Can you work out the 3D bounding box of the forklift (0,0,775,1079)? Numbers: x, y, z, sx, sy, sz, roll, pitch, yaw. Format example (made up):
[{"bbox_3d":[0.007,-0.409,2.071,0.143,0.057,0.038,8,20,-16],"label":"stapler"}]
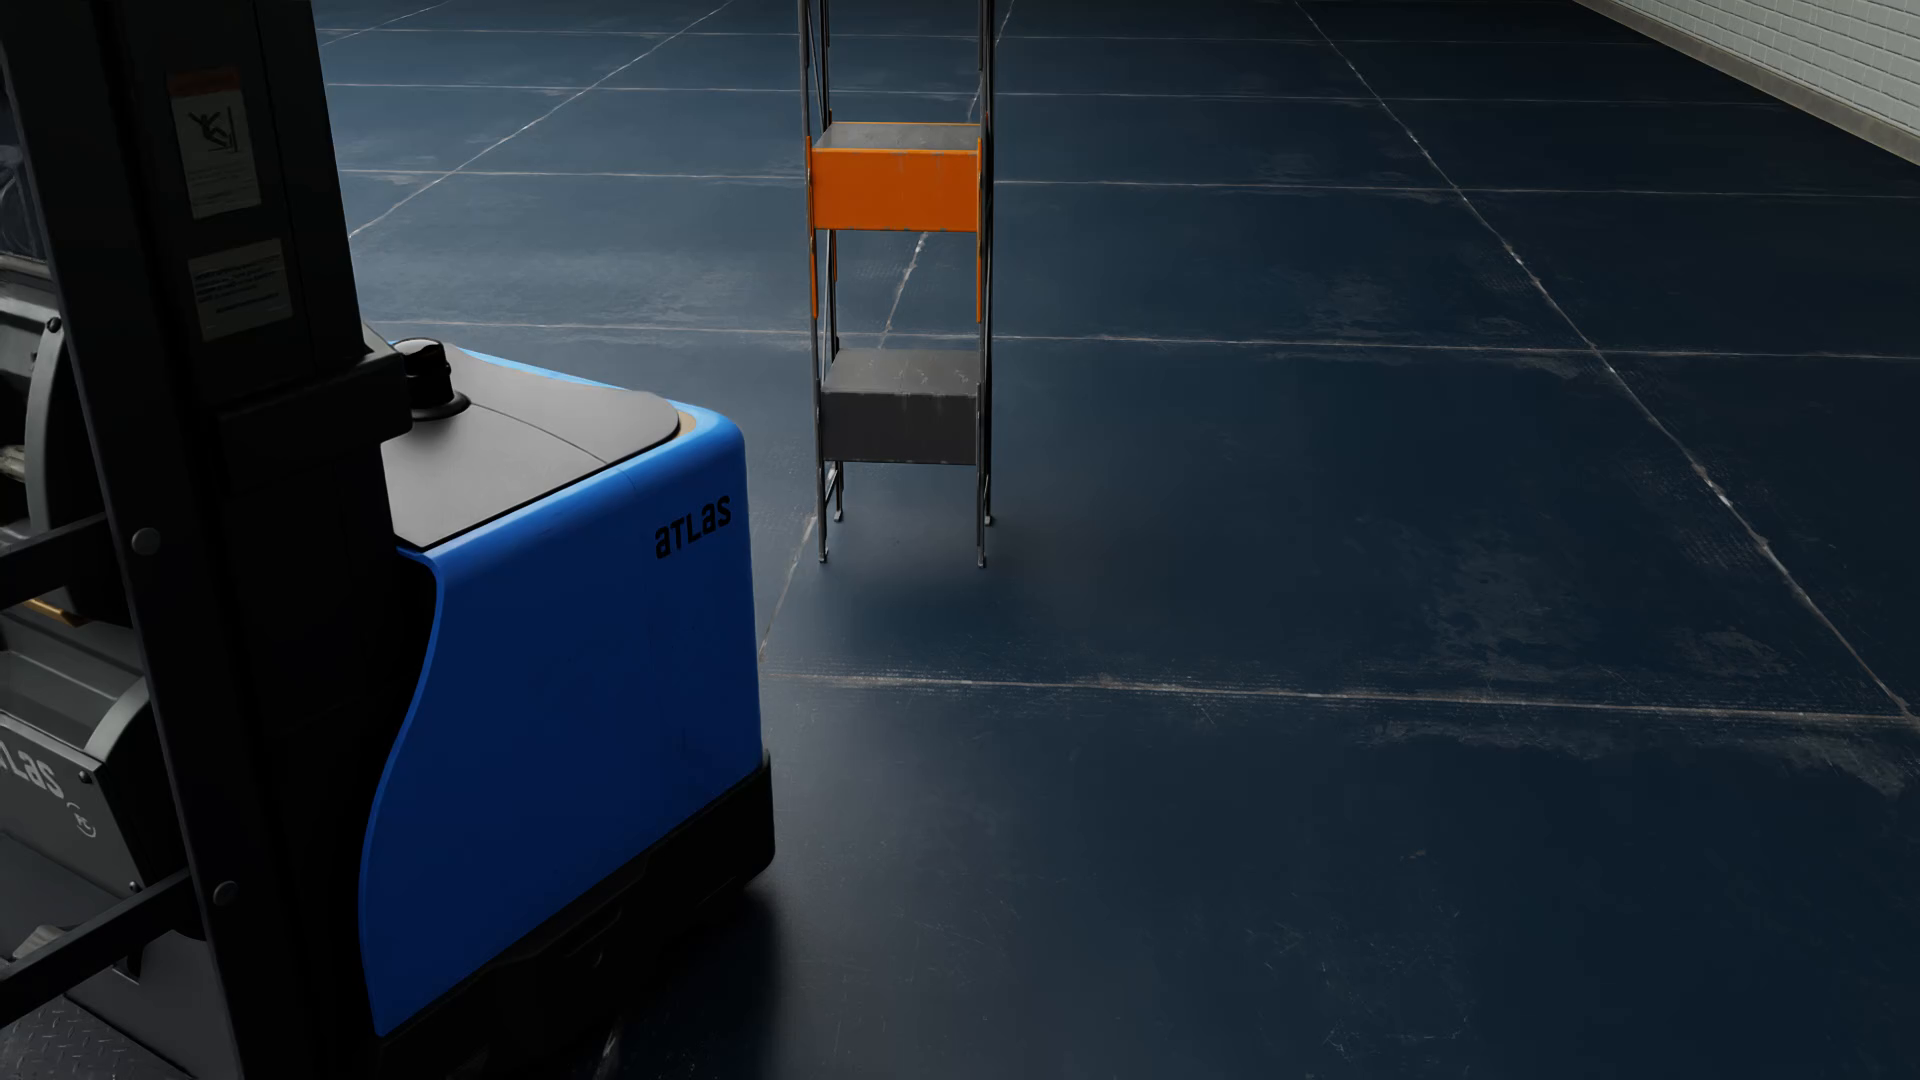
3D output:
[{"bbox_3d":[-1.624,-0.189,2.153,1.130,2.935,3.031,15,29,30],"label":"forklift"}]

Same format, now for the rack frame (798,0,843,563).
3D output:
[{"bbox_3d":[-0.408,-0.967,4.840,0.015,2.100,0.400,2,25,4],"label":"rack frame"}]

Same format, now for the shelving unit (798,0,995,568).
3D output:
[{"bbox_3d":[-0.165,-0.959,4.823,0.503,2.100,0.431,2,25,4],"label":"shelving unit"}]

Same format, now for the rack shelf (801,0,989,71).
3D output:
[{"bbox_3d":[-0.165,-1.583,4.536,0.480,0.518,0.431,2,25,4],"label":"rack shelf"}]

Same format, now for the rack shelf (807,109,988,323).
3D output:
[{"bbox_3d":[-0.165,-0.947,4.828,0.480,0.518,0.431,2,25,4],"label":"rack shelf"}]

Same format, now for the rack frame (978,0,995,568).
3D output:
[{"bbox_3d":[0.078,-0.951,4.806,0.015,2.100,0.400,2,25,4],"label":"rack frame"}]

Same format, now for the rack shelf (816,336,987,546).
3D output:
[{"bbox_3d":[-0.165,-0.311,5.121,0.480,0.518,0.431,2,25,4],"label":"rack shelf"}]
